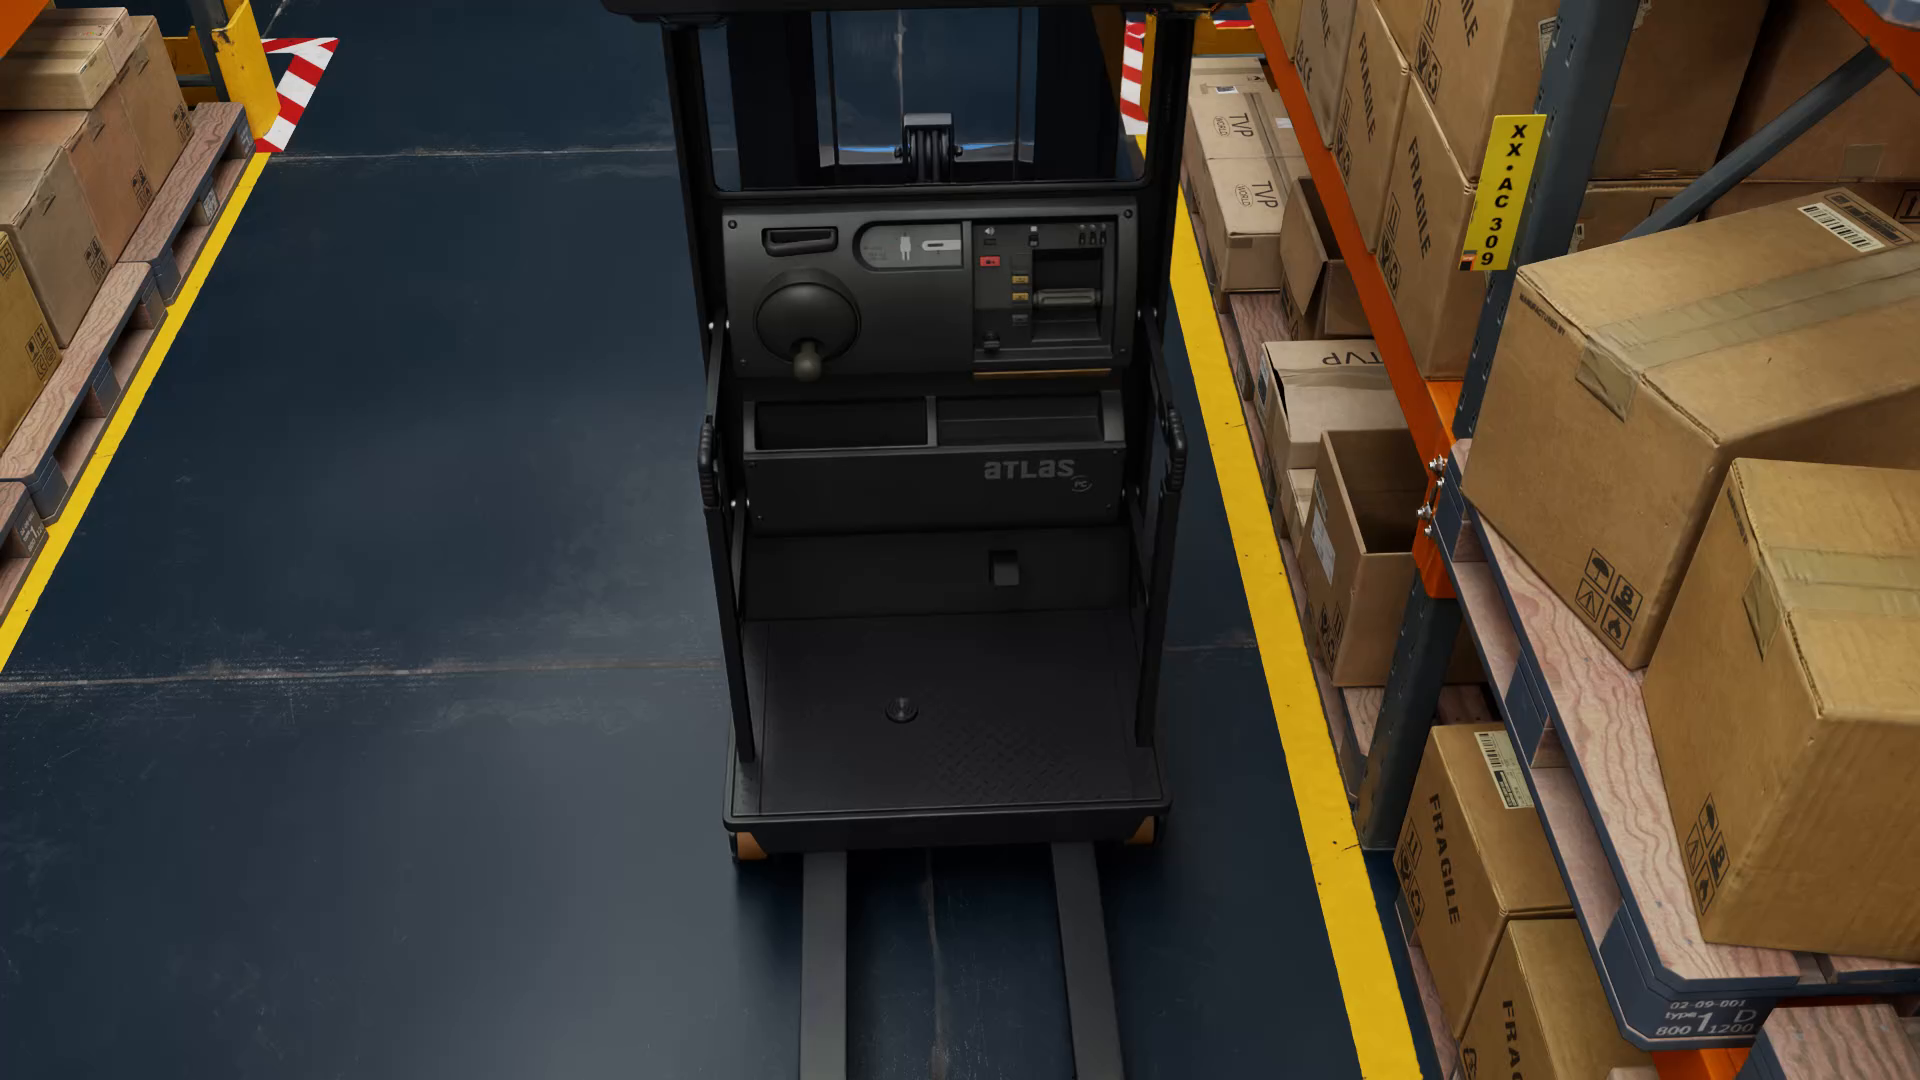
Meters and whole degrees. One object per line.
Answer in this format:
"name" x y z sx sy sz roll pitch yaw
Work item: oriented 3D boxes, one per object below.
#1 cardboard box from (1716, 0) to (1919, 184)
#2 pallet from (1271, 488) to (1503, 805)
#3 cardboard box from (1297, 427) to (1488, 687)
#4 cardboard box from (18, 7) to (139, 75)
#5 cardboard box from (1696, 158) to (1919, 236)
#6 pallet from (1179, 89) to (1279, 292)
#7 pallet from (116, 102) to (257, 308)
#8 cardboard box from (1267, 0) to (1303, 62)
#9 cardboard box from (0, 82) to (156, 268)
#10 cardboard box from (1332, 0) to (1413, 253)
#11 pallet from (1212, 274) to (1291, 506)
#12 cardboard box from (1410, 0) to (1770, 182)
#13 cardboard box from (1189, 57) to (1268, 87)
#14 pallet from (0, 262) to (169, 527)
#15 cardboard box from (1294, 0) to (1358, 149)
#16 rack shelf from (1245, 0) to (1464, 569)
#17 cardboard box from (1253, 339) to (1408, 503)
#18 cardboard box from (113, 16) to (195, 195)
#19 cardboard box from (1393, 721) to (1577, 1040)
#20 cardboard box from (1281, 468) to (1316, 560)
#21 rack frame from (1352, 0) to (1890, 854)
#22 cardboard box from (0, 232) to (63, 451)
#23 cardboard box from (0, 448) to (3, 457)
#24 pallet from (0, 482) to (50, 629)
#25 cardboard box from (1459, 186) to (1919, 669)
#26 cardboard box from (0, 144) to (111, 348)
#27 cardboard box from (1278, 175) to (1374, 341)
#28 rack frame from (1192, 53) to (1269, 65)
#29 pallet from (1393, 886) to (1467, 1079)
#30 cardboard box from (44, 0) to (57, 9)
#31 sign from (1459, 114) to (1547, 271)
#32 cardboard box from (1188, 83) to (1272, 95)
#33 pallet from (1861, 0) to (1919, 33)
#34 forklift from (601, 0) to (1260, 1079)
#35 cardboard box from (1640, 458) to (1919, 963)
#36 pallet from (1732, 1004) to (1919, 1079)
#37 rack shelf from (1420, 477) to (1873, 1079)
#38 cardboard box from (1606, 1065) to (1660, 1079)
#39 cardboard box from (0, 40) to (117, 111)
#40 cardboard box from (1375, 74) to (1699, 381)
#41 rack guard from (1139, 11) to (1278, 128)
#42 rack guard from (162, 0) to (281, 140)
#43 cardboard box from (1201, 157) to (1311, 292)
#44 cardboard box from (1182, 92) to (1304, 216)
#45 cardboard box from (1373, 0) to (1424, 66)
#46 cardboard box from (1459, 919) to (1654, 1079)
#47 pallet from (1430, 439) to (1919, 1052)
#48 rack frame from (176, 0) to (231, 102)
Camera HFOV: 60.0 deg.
"cardboard box" 1.811 -1.073 3.387 0.500 0.500 0.500 -1 43 -1
"pallet" 1.522 0.223 4.851 1.003 0.211 1.213 -2 43 -2
"cardboard box" 1.242 0.041 4.510 0.500 0.500 0.500 -2 43 -2
"cardboard box" -3.252 -1.819 6.073 0.380 0.149 0.250 -2 43 -2
"cardboard box" 1.800 -0.731 3.753 0.500 0.500 0.500 -1 43 -1
"pallet" 1.418 -1.425 6.648 1.003 0.211 1.213 -2 43 -2
"pallet" -3.457 -1.332 6.547 1.003 0.211 1.213 -2 43 -2
"cardboard box" 1.201 -1.747 4.862 0.500 0.500 0.500 -1 43 -1
"cardboard box" -3.418 -1.323 6.013 0.700 0.500 0.500 -2 43 -2
"cardboard box" 1.249 -1.057 4.109 0.500 0.500 0.500 -1 43 -1
"pallet" 1.467 -0.603 5.752 1.003 0.211 1.213 -2 43 -2
"cardboard box" 1.270 -1.081 3.396 0.500 0.500 0.500 -1 43 -2
"cardboard box" 1.054 -1.861 6.844 0.380 0.149 0.250 -2 43 -2
"pallet" -3.408 -0.510 5.651 1.003 0.211 1.213 -2 43 -2
"cardboard box" 1.225 -1.403 4.487 0.500 0.500 0.500 -1 43 -1
"rack shelf" 1.465 -1.427 5.119 1.077 0.370 4.000 -2 43 -2
"cardboard box" 1.210 -0.396 5.126 0.500 0.311 0.500 -2 43 -2
"cardboard box" -3.439 -1.661 6.381 0.700 0.500 0.500 -2 43 -2
"cardboard box" 1.327 0.751 3.735 0.500 0.500 0.500 -3 43 -4
"cardboard box" 1.166 -0.081 4.903 0.380 0.149 0.250 -2 43 -2
"rack frame" 1.550 -0.342 3.403 1.000 3.000 0.127 -2 43 -2
"cardboard box" -3.366 -0.624 5.250 0.700 0.500 0.500 -1 43 -1
"cardboard box" -3.347 -0.277 4.872 0.700 0.500 0.500 -2 43 -2
"pallet" -3.353 0.315 4.750 1.003 0.211 1.213 -2 43 -2
"cardboard box" 1.347 -0.207 2.871 0.700 0.500 0.500 -15 45 -16
"cardboard box" -3.396 -0.984 5.642 0.700 0.500 0.500 -3 43 -3
"cardboard box" 1.465 -0.852 5.481 0.797 0.503 0.637 -2 43 -2
"rack frame" 1.380 -3.042 6.349 1.000 3.000 0.127 -2 43 -2
"pallet" 1.622 1.234 3.747 1.003 0.211 1.213 -2 43 -2
"cardboard box" -3.645 -1.979 6.248 0.380 0.149 0.250 -1 43 -2
"sign" 1.008 -0.640 3.088 0.100 0.325 0.005 -2 43 -2
"cardboard box" 1.065 -1.699 6.654 0.380 0.166 0.250 -2 43 -2
"pallet" 1.507 -0.936 1.970 1.213 0.211 1.003 -2 43 -2
"forklift" -0.050 -0.478 3.602 1.130 2.935 3.031 -2 43 -2
"cardboard box" 1.439 0.255 2.367 0.700 0.500 0.500 5 43 5
"pallet" 1.633 1.117 1.954 1.003 0.211 1.213 -2 43 -2
"rack shelf" 1.635 1.274 2.173 1.077 0.370 4.000 -2 43 -2
"cardboard box" 1.369 1.150 2.745 0.500 0.250 0.500 -2 43 -2
"cardboard box" -3.240 -1.646 5.885 0.380 0.149 0.250 -1 43 -1
"cardboard box" 1.272 -0.709 3.729 0.500 0.500 0.500 -1 43 -1
"rack guard" 1.383 -2.069 7.138 1.175 0.500 0.348 -2 43 -2
"rack guard" -3.570 -1.992 7.053 1.175 0.500 0.348 -2 43 -2
"cardboard box" 1.162 -1.140 5.984 0.500 0.250 0.500 -2 43 -2
"cardboard box" 1.141 -1.478 6.352 0.500 0.250 0.500 -2 43 -2
"cardboard box" 1.245 -1.427 3.773 0.500 0.500 0.500 -2 43 -3
"cardboard box" 1.361 1.111 3.342 0.500 0.500 0.500 -1 43 -1
"pallet" 1.475 0.272 2.876 1.003 0.211 1.213 -2 43 -2
"rack frame" -3.569 -2.897 6.191 1.000 3.000 0.127 -2 43 -2
